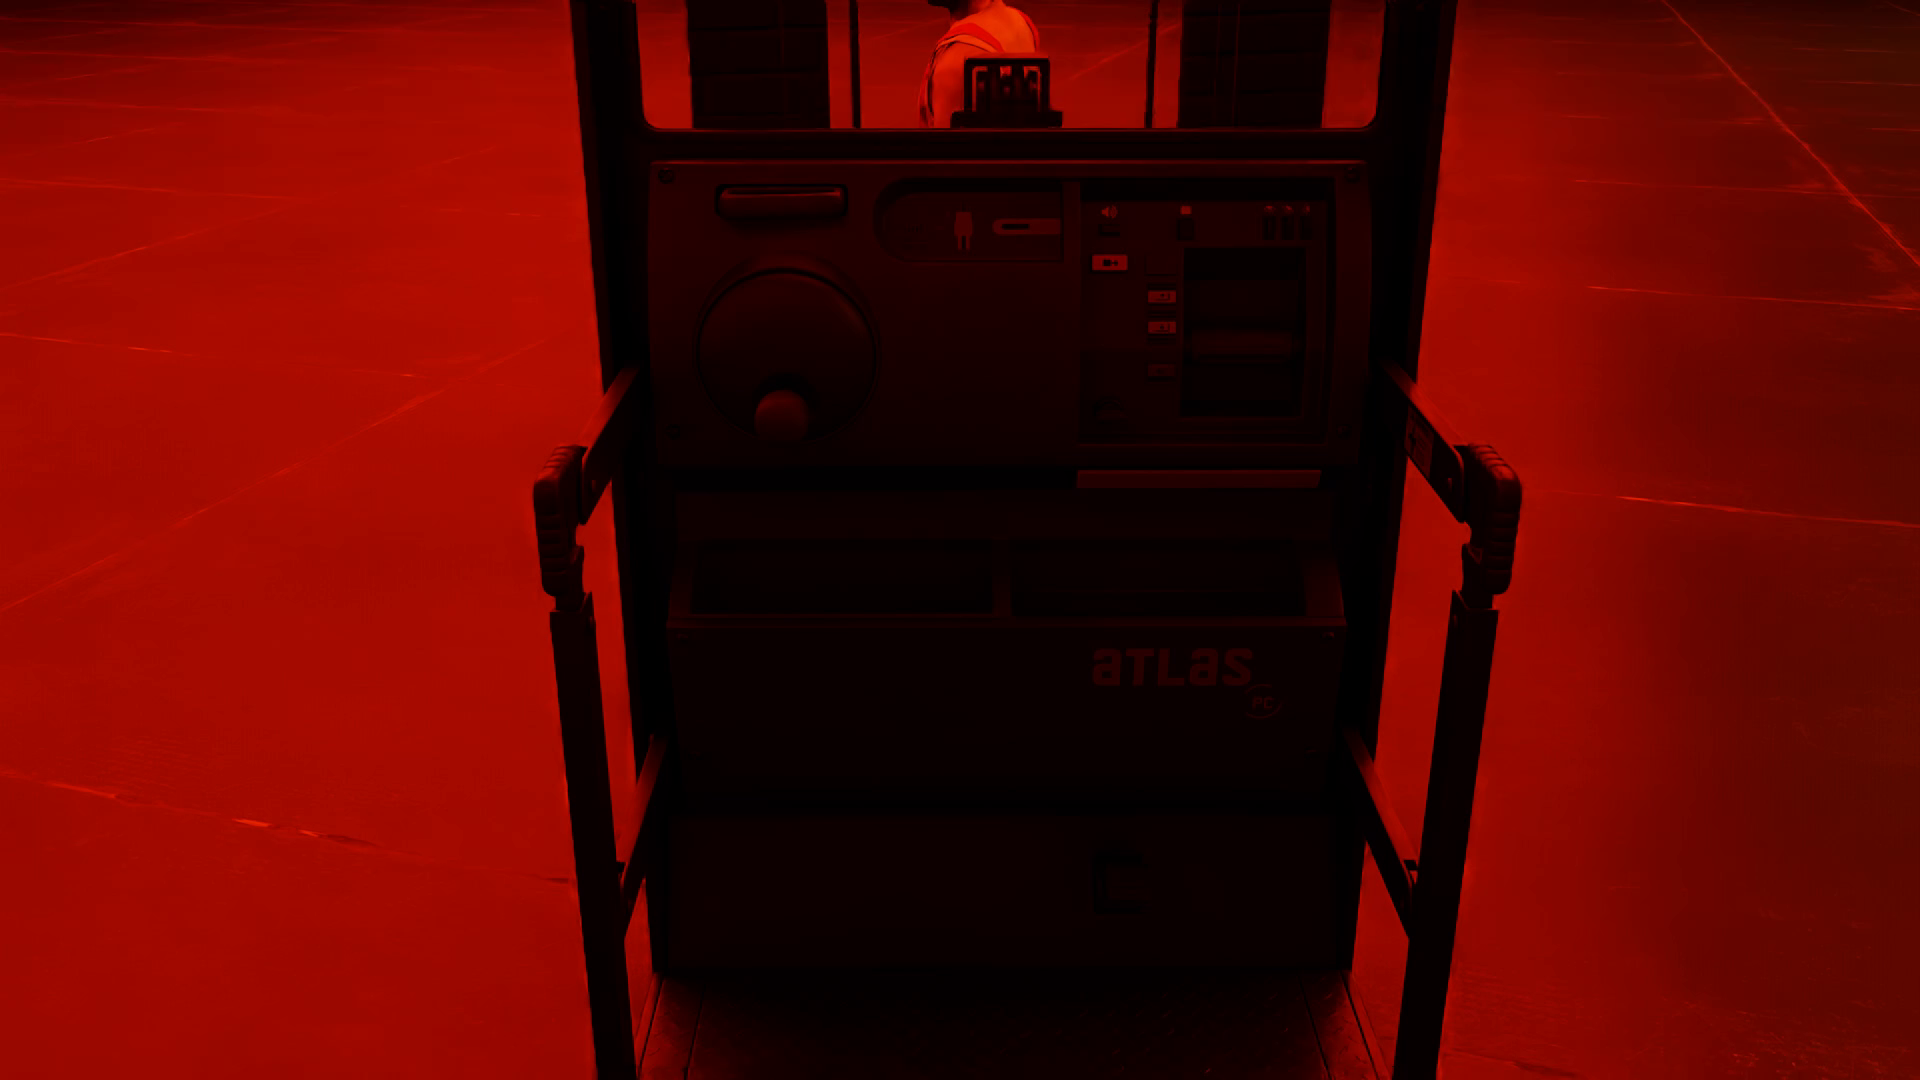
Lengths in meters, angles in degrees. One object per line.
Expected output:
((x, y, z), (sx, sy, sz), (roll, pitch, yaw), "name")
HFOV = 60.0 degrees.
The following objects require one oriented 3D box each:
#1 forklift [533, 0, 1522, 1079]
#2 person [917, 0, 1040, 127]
((0.067, -0.280, 1.959), (1.130, 2.935, 3.031), (0, 22, 0), "forklift")
((-0.073, -0.885, 4.794), (0.563, 1.788, 0.638), (7, 23, 16), "person")
